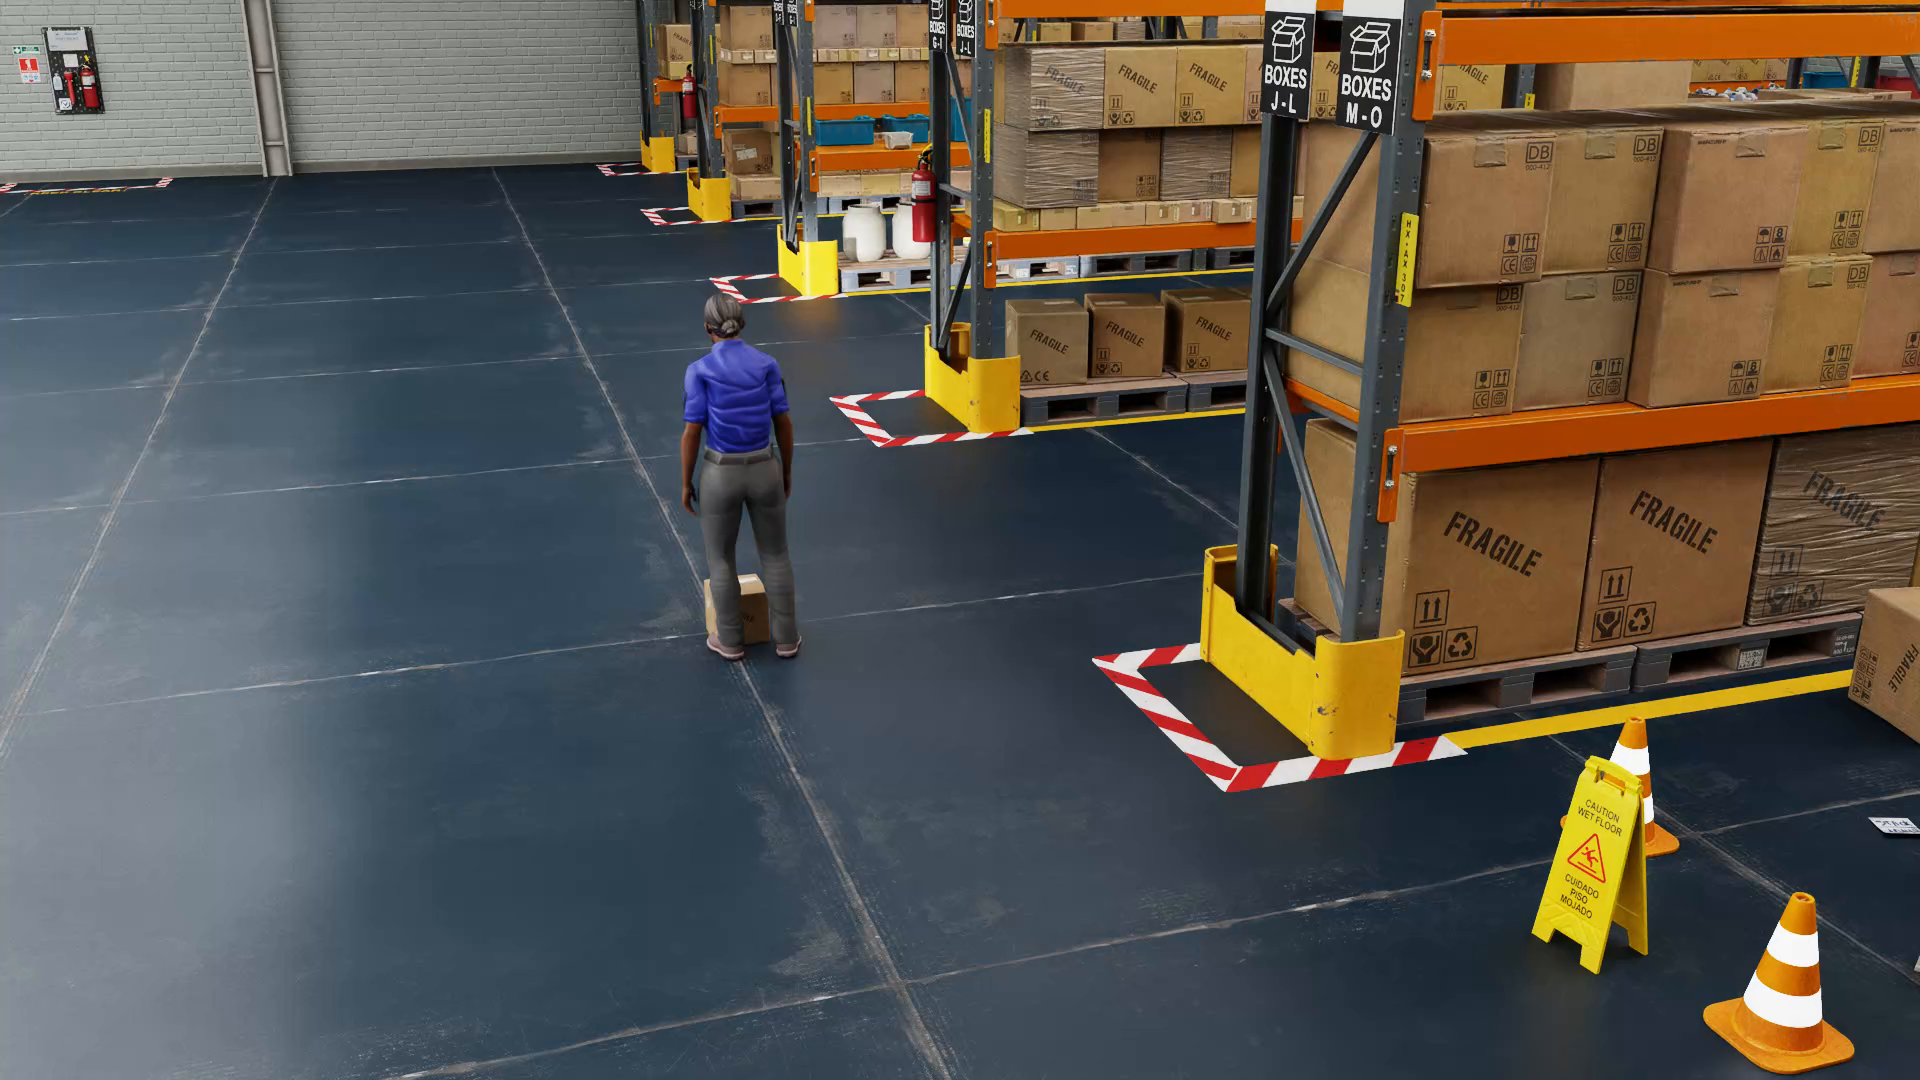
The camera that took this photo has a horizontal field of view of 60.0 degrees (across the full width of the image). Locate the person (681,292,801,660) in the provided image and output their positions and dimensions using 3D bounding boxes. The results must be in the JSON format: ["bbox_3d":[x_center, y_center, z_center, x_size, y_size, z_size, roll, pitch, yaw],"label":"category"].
[{"bbox_3d":[-0.970,-0.268,7.338,0.529,1.656,0.395,-7,21,-20],"label":"person"}]
